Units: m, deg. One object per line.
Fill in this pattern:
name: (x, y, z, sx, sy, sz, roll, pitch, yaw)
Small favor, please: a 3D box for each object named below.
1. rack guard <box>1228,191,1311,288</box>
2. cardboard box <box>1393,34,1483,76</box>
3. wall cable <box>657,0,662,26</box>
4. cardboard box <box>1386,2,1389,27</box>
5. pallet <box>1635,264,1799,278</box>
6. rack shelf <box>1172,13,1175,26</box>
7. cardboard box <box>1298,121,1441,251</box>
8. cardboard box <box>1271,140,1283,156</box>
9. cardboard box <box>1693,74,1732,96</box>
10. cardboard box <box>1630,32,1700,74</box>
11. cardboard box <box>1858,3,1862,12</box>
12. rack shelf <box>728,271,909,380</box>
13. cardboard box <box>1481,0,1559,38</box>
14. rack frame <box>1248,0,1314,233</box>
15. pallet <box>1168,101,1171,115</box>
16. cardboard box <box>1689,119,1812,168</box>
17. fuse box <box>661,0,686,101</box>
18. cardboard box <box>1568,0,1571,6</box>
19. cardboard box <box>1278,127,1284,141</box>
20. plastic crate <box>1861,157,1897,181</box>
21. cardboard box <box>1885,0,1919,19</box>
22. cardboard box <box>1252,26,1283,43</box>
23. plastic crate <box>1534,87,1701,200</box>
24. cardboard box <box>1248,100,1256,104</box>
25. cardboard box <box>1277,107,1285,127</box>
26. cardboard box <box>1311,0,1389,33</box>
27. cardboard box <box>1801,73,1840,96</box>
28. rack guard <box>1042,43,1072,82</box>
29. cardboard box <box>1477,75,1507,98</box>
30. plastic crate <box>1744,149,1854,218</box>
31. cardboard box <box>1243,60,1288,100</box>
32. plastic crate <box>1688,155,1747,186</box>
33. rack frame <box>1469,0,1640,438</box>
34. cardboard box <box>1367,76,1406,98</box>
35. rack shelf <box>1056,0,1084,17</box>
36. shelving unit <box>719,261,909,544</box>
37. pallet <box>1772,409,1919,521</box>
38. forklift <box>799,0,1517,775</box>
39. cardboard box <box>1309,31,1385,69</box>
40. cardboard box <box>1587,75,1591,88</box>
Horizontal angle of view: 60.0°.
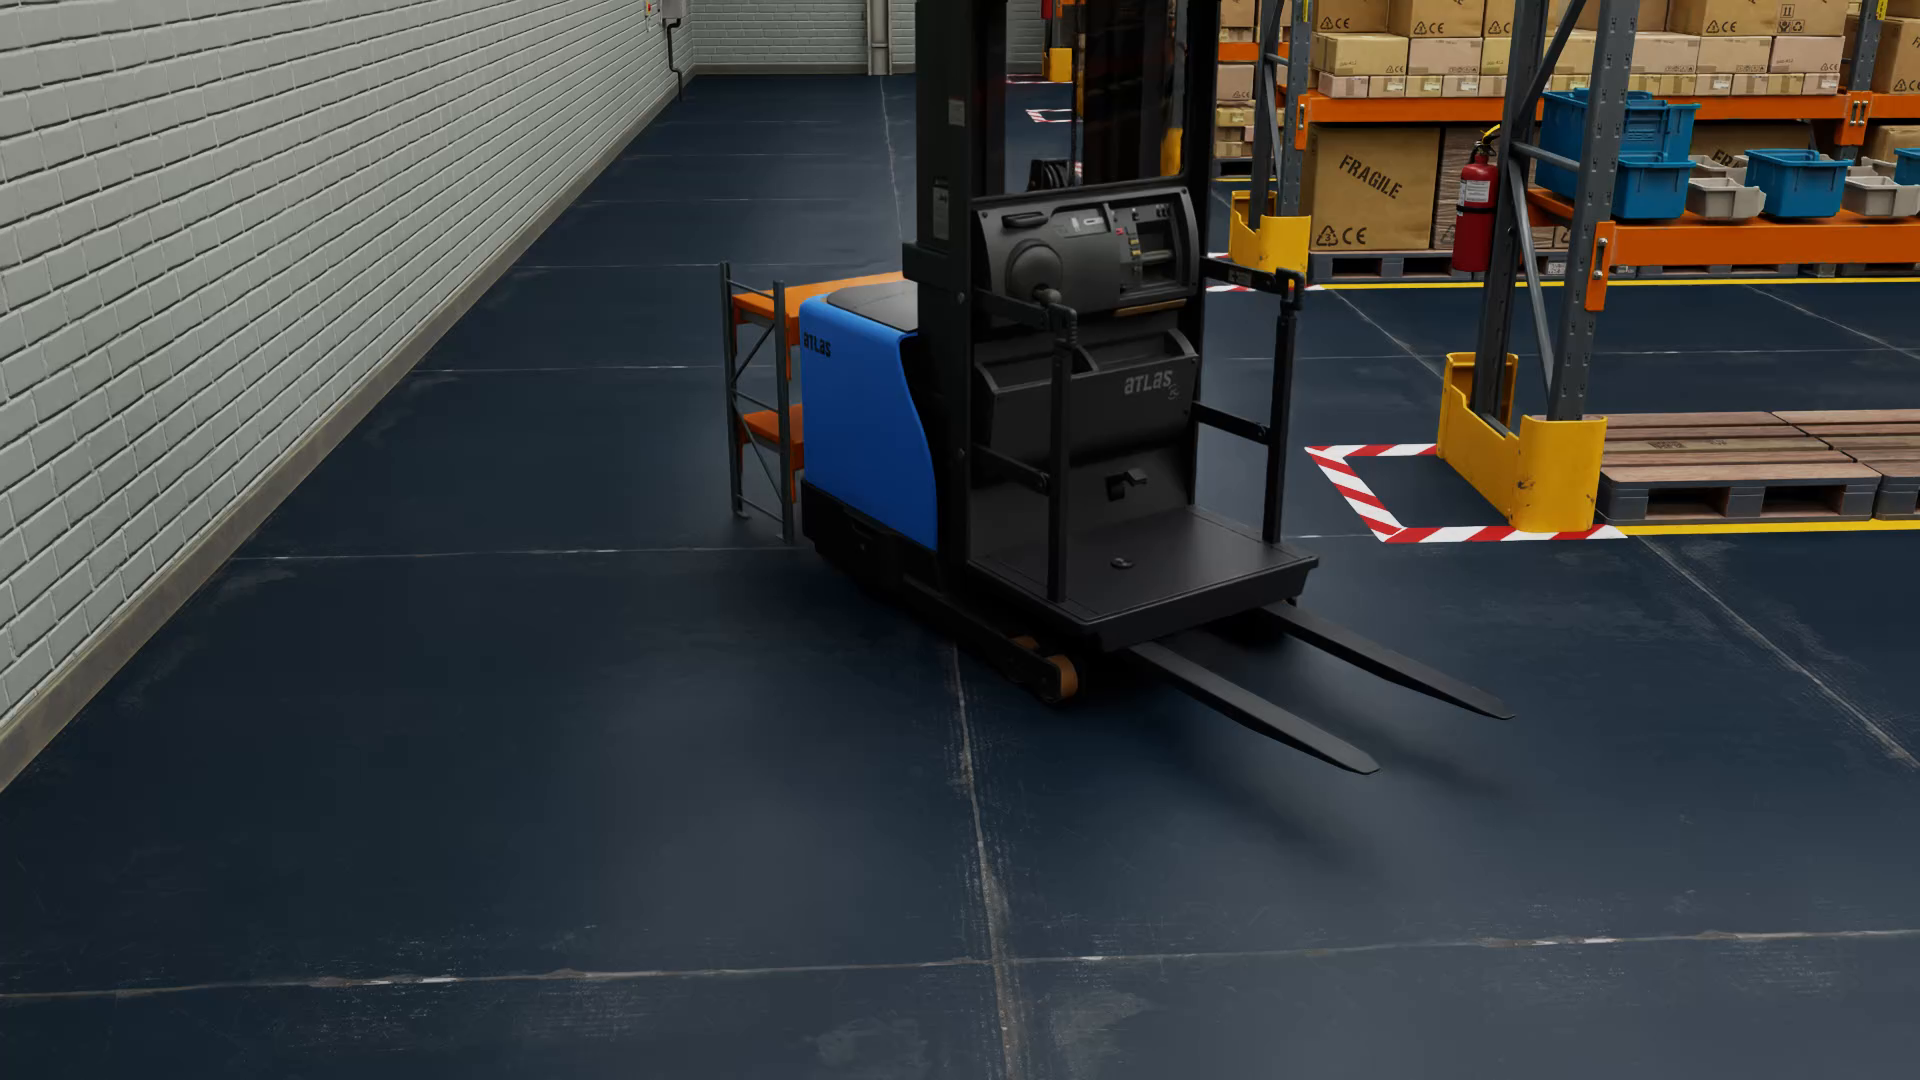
rack guard: (2.275, -2.238, 12.297, 0.348, 0.500, 1.175, -1, 21, -3)
cardboard box: (3.313, -3.402, 11.634, 0.500, 0.250, 0.500, -1, 21, -4)
wall cable: (-3.987, -7.783, 21.919, 0.122, 1.984, 0.588, -1, 21, -3)
cardboard box: (4.112, -5.305, 16.281, 0.500, 0.500, 0.500, -2, 21, -4)
pallet: (5.529, -2.197, 12.595, 1.213, 0.211, 1.003, -1, 21, -3)
rack shelf: (3.730, -6.631, 21.334, 4.000, 0.370, 1.077, -1, 21, -3)
cardboard box: (2.934, -2.651, 12.265, 0.875, 0.875, 0.875, -1, 21, -3)
cardboard box: (3.163, -3.973, 16.758, 0.250, 0.149, 0.380, -1, 21, -2)
cardboard box: (5.237, -3.232, 11.748, 0.250, 0.149, 0.380, -1, 21, -2)
cardboard box: (4.841, -3.433, 11.714, 0.500, 0.250, 0.500, -1, 21, -2)
cardboard box: (8.884, -5.225, 16.392, 0.250, 0.149, 0.380, -1, 21, -4)
rack shelf: (-0.451, -0.964, 7.249, 1.000, 0.278, 0.538, -14, 25, -33)
cardboard box: (3.810, -3.763, 11.527, 0.500, 0.500, 0.500, -2, 21, -5)
rack frame: (2.299, -3.407, 11.853, 0.127, 3.000, 1.000, -1, 21, -3)
pallet: (2.527, -5.668, 21.711, 1.213, 0.211, 1.003, -1, 21, -3)
cardboard box: (5.629, -2.706, 12.409, 0.875, 0.875, 0.875, -1, 21, -3)
fuse box: (-3.869, -6.951, 22.974, 0.414, 1.711, 0.539, -1, 21, -3)
cardboard box: (7.710, -6.876, 21.176, 0.500, 0.250, 0.500, -1, 21, -4)
cardboard box: (3.171, -4.115, 16.712, 0.250, 0.149, 0.380, -1, 21, -2)
plastic crate: (4.247, -1.661, 7.553, 0.250, 0.136, 0.298, -1, 21, -3)
cardboard box: (6.930, -4.019, 11.912, 0.637, 0.503, 0.797, -2, 21, -4)
cardboard box: (2.983, -4.950, 16.259, 0.250, 0.149, 0.380, -2, 21, -5)
plastic crate: (2.906, -1.765, 7.407, 0.499, 0.435, 0.616, -1, 21, -3)
cardboard box: (3.137, -4.448, 17.170, 0.250, 0.149, 0.380, -2, 21, -4)
cardboard box: (3.187, -4.210, 16.545, 0.250, 0.149, 0.380, -1, 21, -3)
cardboard box: (2.771, -3.929, 11.965, 0.500, 0.500, 0.500, -1, 21, -2)
cardboard box: (6.007, -3.248, 11.789, 0.250, 0.149, 0.380, -1, 21, -3)
rack guard: (1.522, -7.523, 26.179, 0.348, 0.500, 1.175, -1, 21, -3)
cardboard box: (3.698, -3.201, 11.665, 0.250, 0.149, 0.380, -2, 21, -4)
plastic crate: (3.505, -1.498, 6.992, 0.300, 0.233, 0.416, -1, 21, -3)
cardboard box: (4.200, -6.014, 21.712, 0.875, 0.438, 0.875, -2, 21, -5)
plastic crate: (3.386, -1.633, 7.480, 0.243, 0.136, 0.396, -1, 21, -3)
rack frame: (2.582, -1.647, 7.232, 0.127, 3.000, 1.000, -1, 21, -3)
cardboard box: (2.929, -3.185, 11.624, 0.250, 0.149, 0.380, -1, 21, -4)
rack shelf: (3.443, -8.395, 25.965, 4.000, 0.370, 1.077, -1, 21, -3)
shelving unit: (-0.451, -0.690, 7.353, 1.048, 1.125, 0.538, -14, 25, -33)
pallet: (4.623, -0.371, 7.798, 1.213, 0.211, 1.003, -1, 21, -3)
forklift: (0.581, -1.007, 5.646, 1.130, 2.935, 3.031, -14, 25, -32)
cardboard box: (2.768, -3.580, 12.100, 0.500, 0.250, 0.500, -1, 21, -4)
cardboard box: (4.470, -3.217, 11.708, 0.250, 0.149, 0.380, -1, 21, -2)
